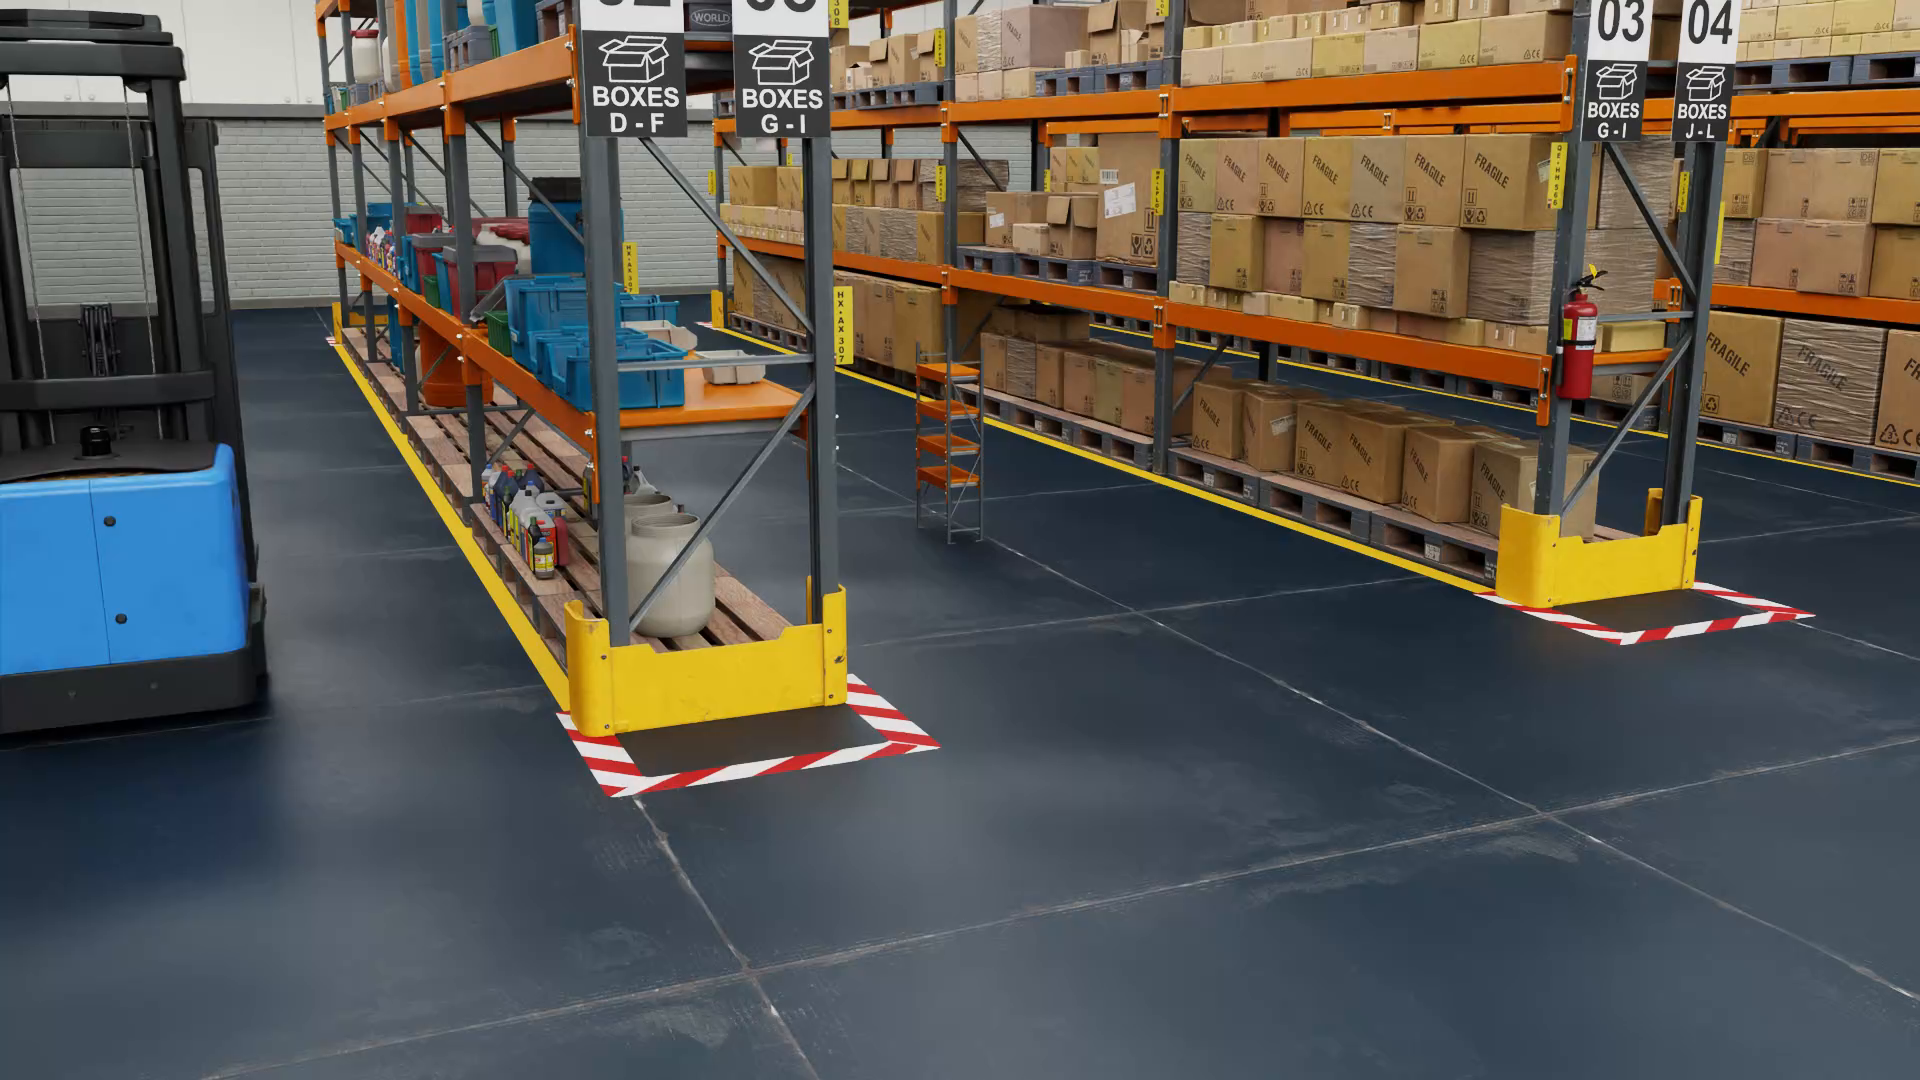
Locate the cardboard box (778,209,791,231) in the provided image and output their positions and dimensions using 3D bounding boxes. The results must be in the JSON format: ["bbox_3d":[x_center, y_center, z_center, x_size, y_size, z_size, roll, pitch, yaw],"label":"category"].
[{"bbox_3d":[-1.901,-3.893,20.211,0.500,0.250,0.500,-5,14,-21],"label":"cardboard box"}]

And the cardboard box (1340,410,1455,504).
[{"bbox_3d":[2.793,-0.537,10.648,0.500,0.500,0.500,-4,14,-18],"label":"cardboard box"}]

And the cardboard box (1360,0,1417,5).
[{"bbox_3d":[2.680,-3.364,9.609,0.500,0.500,0.500,-6,14,-23],"label":"cardboard box"}]

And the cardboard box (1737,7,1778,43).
[{"bbox_3d":[6.455,-4.082,13.220,0.500,0.250,0.500,-6,14,-23],"label":"cardboard box"}]

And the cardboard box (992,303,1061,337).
[{"bbox_3d":[0.624,-2.047,15.466,0.500,0.250,0.500,-5,14,-21],"label":"cardboard box"}]

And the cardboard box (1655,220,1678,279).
[{"bbox_3d":[6.061,-2.554,14.530,0.500,0.500,0.500,-6,14,-23],"label":"cardboard box"}]

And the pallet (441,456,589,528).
[{"bbox_3d":[-2.958,-0.347,11.401,1.003,0.211,1.213,-6,14,-23],"label":"pallet"}]

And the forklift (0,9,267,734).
[{"bbox_3d":[-4.027,-0.930,7.889,1.130,2.935,3.031,-5,14,-21],"label":"forklift"}]

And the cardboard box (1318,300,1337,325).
[{"bbox_3d":[2.496,-1.444,10.514,0.380,0.149,0.250,-6,14,-23],"label":"cardboard box"}]

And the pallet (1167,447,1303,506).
[{"bbox_3d":[2.232,-0.500,12.063,1.003,0.211,1.213,-6,14,-23],"label":"pallet"}]

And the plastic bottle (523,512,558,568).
[{"bbox_3d":[-2.219,-0.002,8.792,0.152,0.276,0.135,-6,14,-23],"label":"plastic bottle"}]

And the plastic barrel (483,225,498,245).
[{"bbox_3d":[-3.434,-2.147,12.748,0.421,0.512,0.421,0,13,0],"label":"plastic barrel"}]

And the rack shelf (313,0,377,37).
[{"bbox_3d":[-6.614,-5.990,18.777,1.077,0.370,4.000,-6,14,-23],"label":"rack shelf"}]

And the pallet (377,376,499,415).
[{"bbox_3d":[-5.049,-1.426,16.061,1.003,0.211,1.213,-6,14,-23],"label":"pallet"}]

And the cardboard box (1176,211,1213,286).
[{"bbox_3d":[2.054,-2.089,11.863,0.875,0.500,0.500,-6,14,-23],"label":"cardboard box"}]

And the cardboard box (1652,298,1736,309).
[{"bbox_3d":[9.207,-3.035,20.613,0.875,0.875,0.875,-6,14,-23],"label":"cardboard box"}]

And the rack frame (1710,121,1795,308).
[{"bbox_3d":[9.408,-3.716,19.772,1.000,3.000,0.127,-6,14,-23],"label":"rack frame"}]

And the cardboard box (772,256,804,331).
[{"bbox_3d":[-1.826,-3.146,21.091,0.875,0.875,0.875,-6,14,-23],"label":"cardboard box"}]

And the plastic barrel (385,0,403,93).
[{"bbox_3d":[-4.080,-3.890,12.759,0.600,0.901,0.600,0,13,0],"label":"plastic barrel"}]

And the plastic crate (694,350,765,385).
[{"bbox_3d":[-1.069,-0.806,7.784,0.298,0.136,0.250,-6,14,-23],"label":"plastic crate"}]

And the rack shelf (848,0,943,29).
[{"bbox_3d":[-0.473,-5.611,17.140,1.077,0.370,4.000,-6,14,-23],"label":"rack shelf"}]

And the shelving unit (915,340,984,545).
[{"bbox_3d":[-0.066,-0.619,10.382,0.258,1.200,0.503,-6,14,-23],"label":"shelving unit"}]

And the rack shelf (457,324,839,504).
[{"bbox_3d":[-1.807,-0.783,8.697,1.077,0.370,4.000,-6,14,-23],"label":"rack shelf"}]

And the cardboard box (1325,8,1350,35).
[{"bbox_3d":[2.469,-3.166,10.191,0.380,0.149,0.250,-5,14,-22],"label":"cardboard box"}]

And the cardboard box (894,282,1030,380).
[{"bbox_3d":[0.070,-2.135,16.721,1.225,0.875,0.875,-6,14,-26],"label":"cardboard box"}]

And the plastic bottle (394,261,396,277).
[{"bbox_3d":[-4.885,-2.395,14.505,0.097,0.201,0.097,0,13,0],"label":"plastic bottle"}]

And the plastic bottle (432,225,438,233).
[{"bbox_3d":[-5.277,-3.002,16.799,0.144,0.351,0.185,-6,14,-23],"label":"plastic bottle"}]

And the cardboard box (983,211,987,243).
[{"bbox_3d":[0.382,-2.994,16.433,0.500,0.500,0.500,-5,14,-21],"label":"cardboard box"}]

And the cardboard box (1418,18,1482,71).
[{"bbox_3d":[2.904,-2.736,9.218,0.500,0.250,0.500,-6,14,-23],"label":"cardboard box"}]

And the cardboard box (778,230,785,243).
[{"bbox_3d":[-2.006,-3.717,20.336,0.380,0.149,0.250,-5,14,-22],"label":"cardboard box"}]

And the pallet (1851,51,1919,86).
[{"bbox_3d":[7.318,-3.418,12.029,1.003,0.211,1.213,-6,14,-23],"label":"pallet"}]

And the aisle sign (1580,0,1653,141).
[{"bbox_3d":[3.282,-2.394,8.298,0.394,0.787,0.004,-6,14,-23],"label":"aisle sign"}]

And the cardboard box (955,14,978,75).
[{"bbox_3d":[0.280,-4.454,14.979,0.500,0.500,0.500,-5,14,-22],"label":"cardboard box"}]

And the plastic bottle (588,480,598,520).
[{"bbox_3d":[-2.135,-0.269,9.944,0.152,0.276,0.135,-6,14,-23],"label":"plastic bottle"}]

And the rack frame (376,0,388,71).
[{"bbox_3d":[-4.210,-5.296,13.295,1.000,3.000,0.127,-6,14,-23],"label":"rack frame"}]

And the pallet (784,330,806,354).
[{"bbox_3d":[-1.507,-2.453,20.499,1.003,0.211,1.213,-6,14,-23],"label":"pallet"}]

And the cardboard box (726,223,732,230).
[{"bbox_3d":[-2.933,-4.195,22.400,0.380,0.149,0.250,-6,14,-24],"label":"cardboard box"}]

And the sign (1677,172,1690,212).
[{"bbox_3d":[6.022,-2.896,13.837,0.100,0.325,0.005,-6,14,-23],"label":"sign"}]

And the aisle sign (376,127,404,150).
[{"bbox_3d":[-7.175,-5.334,20.998,0.394,0.787,0.004,-6,14,-23],"label":"aisle sign"}]

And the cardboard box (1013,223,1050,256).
[{"bbox_3d":[0.788,-2.585,14.288,0.500,0.250,0.500,-6,14,-25],"label":"cardboard box"}]

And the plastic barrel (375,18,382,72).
[{"bbox_3d":[-5.059,-4.458,15.094,0.433,0.535,0.433,0,13,0],"label":"plastic barrel"}]

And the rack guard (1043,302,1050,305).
[{"bbox_3d":[1.739,-3.667,25.105,1.175,0.500,0.348,-6,14,-23],"label":"rack guard"}]

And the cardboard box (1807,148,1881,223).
[{"bbox_3d":[7.049,-2.714,12.717,0.875,0.550,0.550,-6,14,-23],"label":"cardboard box"}]

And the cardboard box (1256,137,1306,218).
[{"bbox_3d":[2.279,-2.353,10.783,0.500,0.500,0.500,-6,14,-23],"label":"cardboard box"}]

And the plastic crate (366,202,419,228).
[{"bbox_3d":[-7.110,-4.020,20.876,0.616,0.435,0.499,-6,14,-23],"label":"plastic crate"}]

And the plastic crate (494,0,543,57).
[{"bbox_3d":[-2.046,-2.541,8.079,0.392,0.384,0.575,-6,14,-23],"label":"plastic crate"}]

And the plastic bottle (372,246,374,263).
[{"bbox_3d":[-5.769,-2.851,16.475,0.097,0.201,0.097,0,13,0],"label":"plastic bottle"}]

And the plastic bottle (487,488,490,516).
[{"bbox_3d":[-2.801,-0.250,10.030,0.097,0.201,0.097,0,13,0],"label":"plastic bottle"}]

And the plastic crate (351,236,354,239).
[{"bbox_3d":[-6.507,-3.302,18.461,0.437,0.125,0.590,-6,14,-23],"label":"plastic crate"}]

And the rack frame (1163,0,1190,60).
[{"bbox_3d":[1.930,-4.917,11.657,1.000,3.000,0.127,-6,14,-23],"label":"rack frame"}]

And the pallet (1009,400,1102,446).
[{"bbox_3d":[1.124,-1.049,14.433,1.003,0.211,1.213,-6,14,-23],"label":"pallet"}]

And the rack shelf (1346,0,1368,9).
[{"bbox_3d":[4.112,-6.038,18.985,1.077,0.370,4.000,-6,14,-23],"label":"rack shelf"}]
